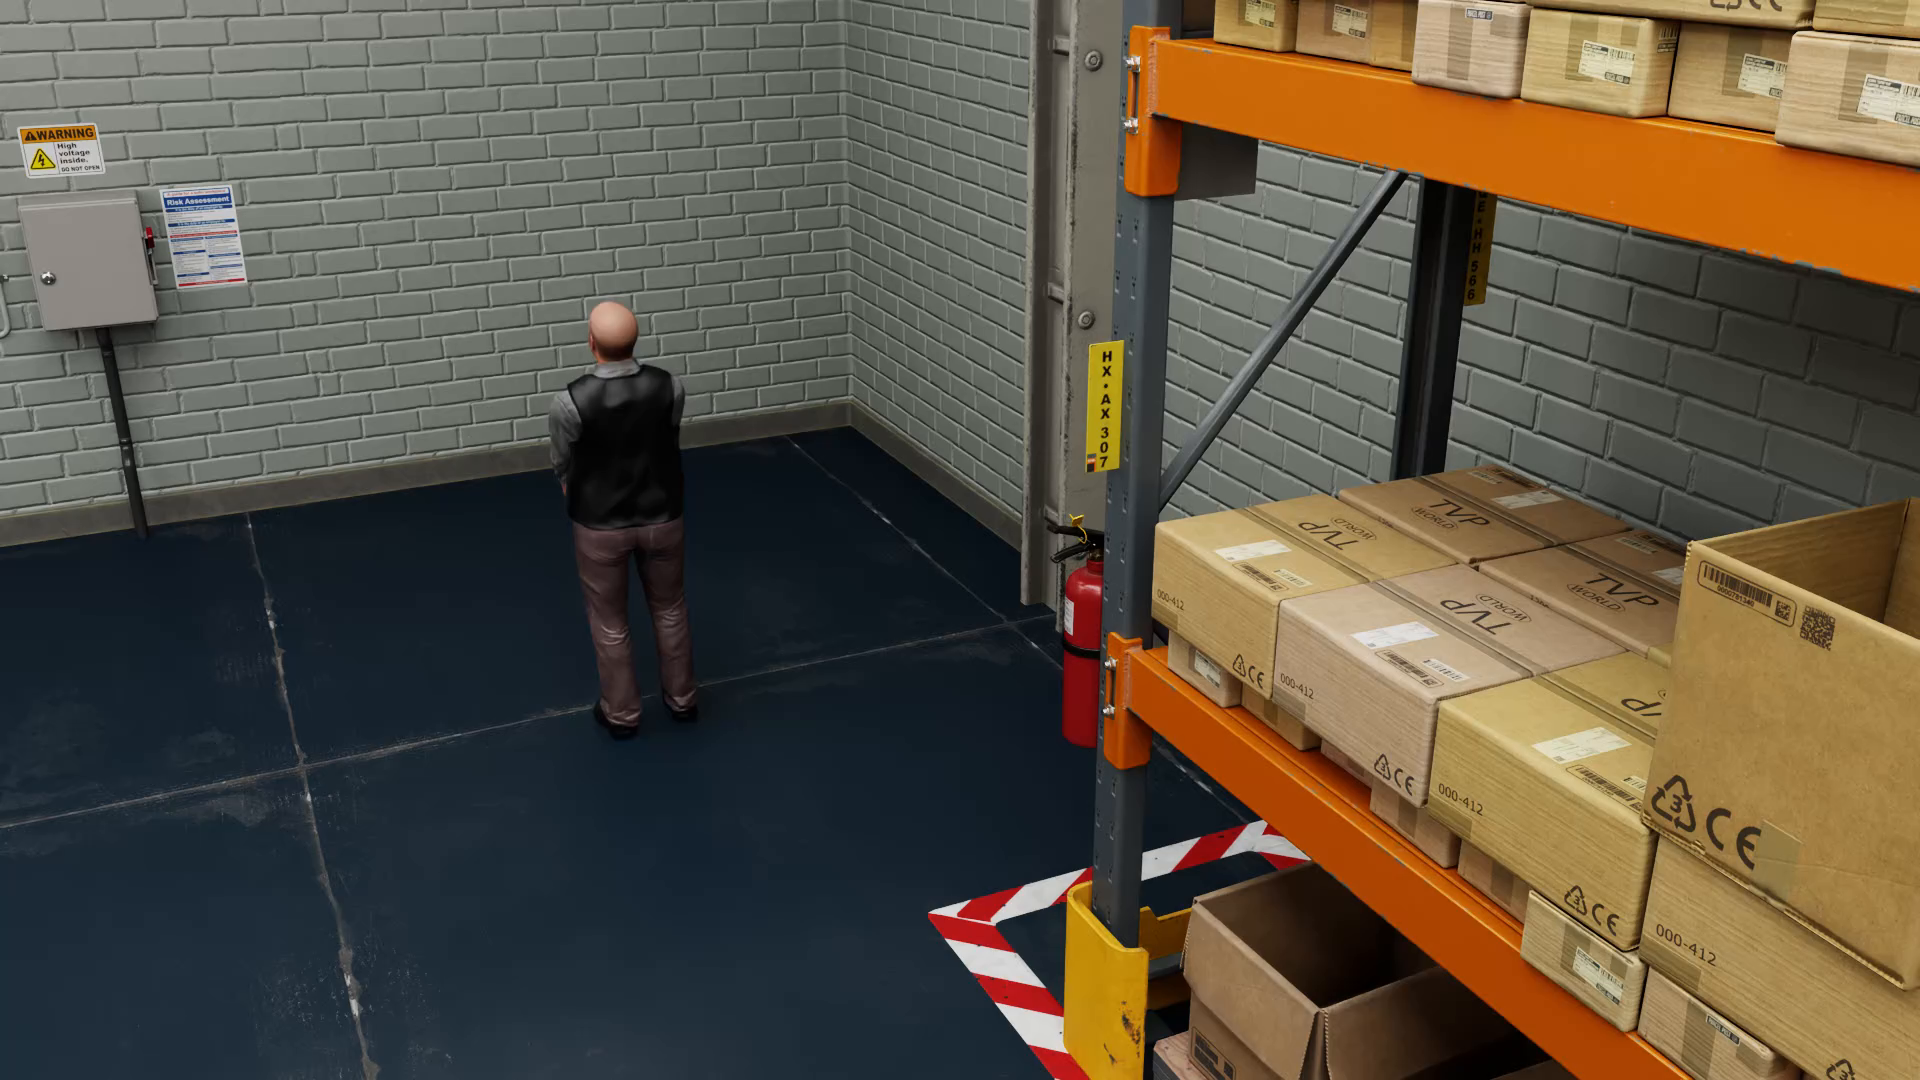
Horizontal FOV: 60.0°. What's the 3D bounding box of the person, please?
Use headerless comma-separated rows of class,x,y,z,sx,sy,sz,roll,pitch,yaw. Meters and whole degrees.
person,-1.299,-0.094,6.353,0.505,1.723,0.545,-11,24,-24
